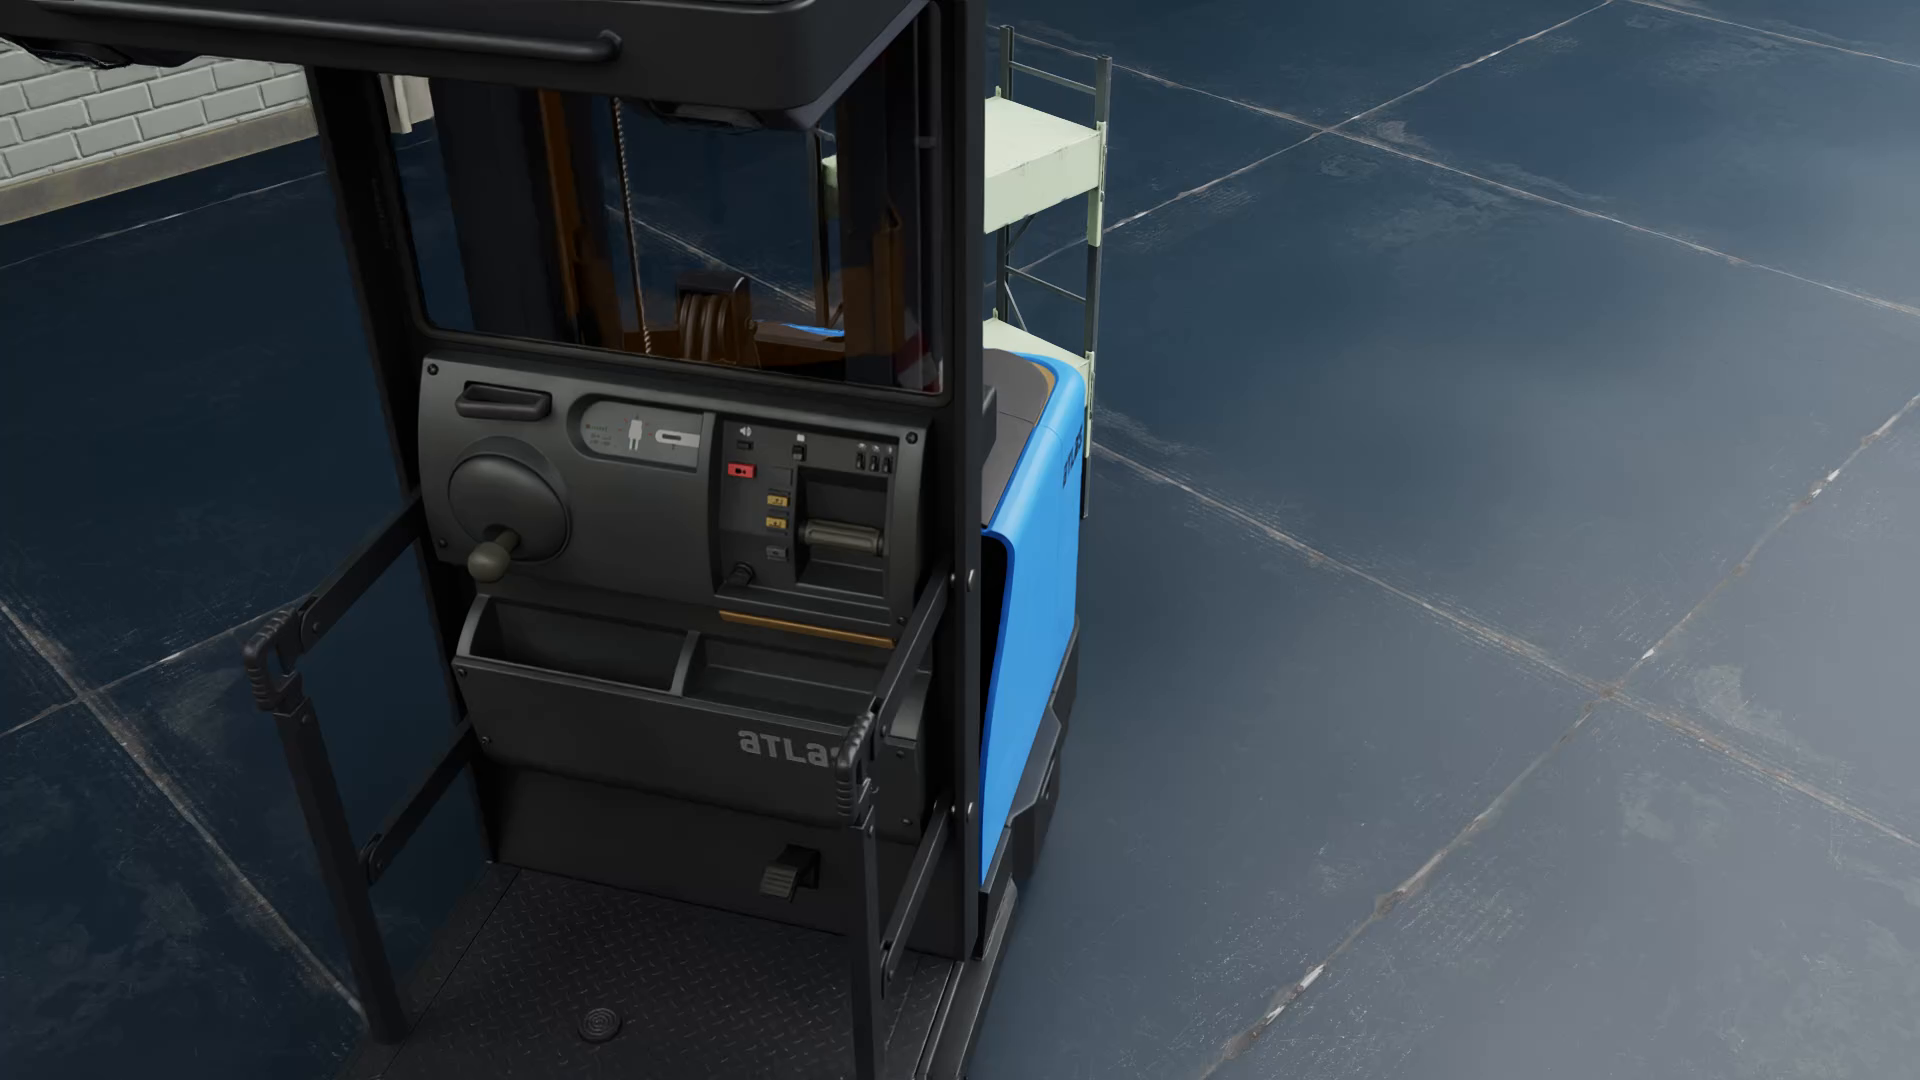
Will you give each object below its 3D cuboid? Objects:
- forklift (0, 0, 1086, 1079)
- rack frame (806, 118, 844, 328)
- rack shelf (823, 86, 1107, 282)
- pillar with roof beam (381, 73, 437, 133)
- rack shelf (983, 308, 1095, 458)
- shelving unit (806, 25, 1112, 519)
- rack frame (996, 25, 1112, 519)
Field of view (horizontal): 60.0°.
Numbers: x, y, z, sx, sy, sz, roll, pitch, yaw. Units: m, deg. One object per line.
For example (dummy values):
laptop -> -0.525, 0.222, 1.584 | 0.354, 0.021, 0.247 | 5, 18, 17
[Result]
forklift -> -0.565, -0.017, 2.712 | 1.130, 2.935, 3.031 | 9, 36, 12
rack frame -> -0.253, -0.469, 4.612 | 0.400, 1.500, 0.023 | 30, 45, 35
rack shelf -> 0.005, -0.938, 4.602 | 0.431, 0.370, 0.720 | 30, 45, 35
pillar with roof beam -> 0.377, -4.072, 3.222 | 9.100, 9.000, 0.400 | 30, 45, 35
rack shelf -> 0.005, -0.350, 5.011 | 0.431, 0.370, 0.720 | 30, 45, 35
shelving unit -> 0.005, -0.618, 4.825 | 0.431, 1.500, 0.755 | 30, 45, 35
rack frame -> 0.263, -0.766, 5.038 | 0.400, 1.500, 0.023 | 30, 45, 35
